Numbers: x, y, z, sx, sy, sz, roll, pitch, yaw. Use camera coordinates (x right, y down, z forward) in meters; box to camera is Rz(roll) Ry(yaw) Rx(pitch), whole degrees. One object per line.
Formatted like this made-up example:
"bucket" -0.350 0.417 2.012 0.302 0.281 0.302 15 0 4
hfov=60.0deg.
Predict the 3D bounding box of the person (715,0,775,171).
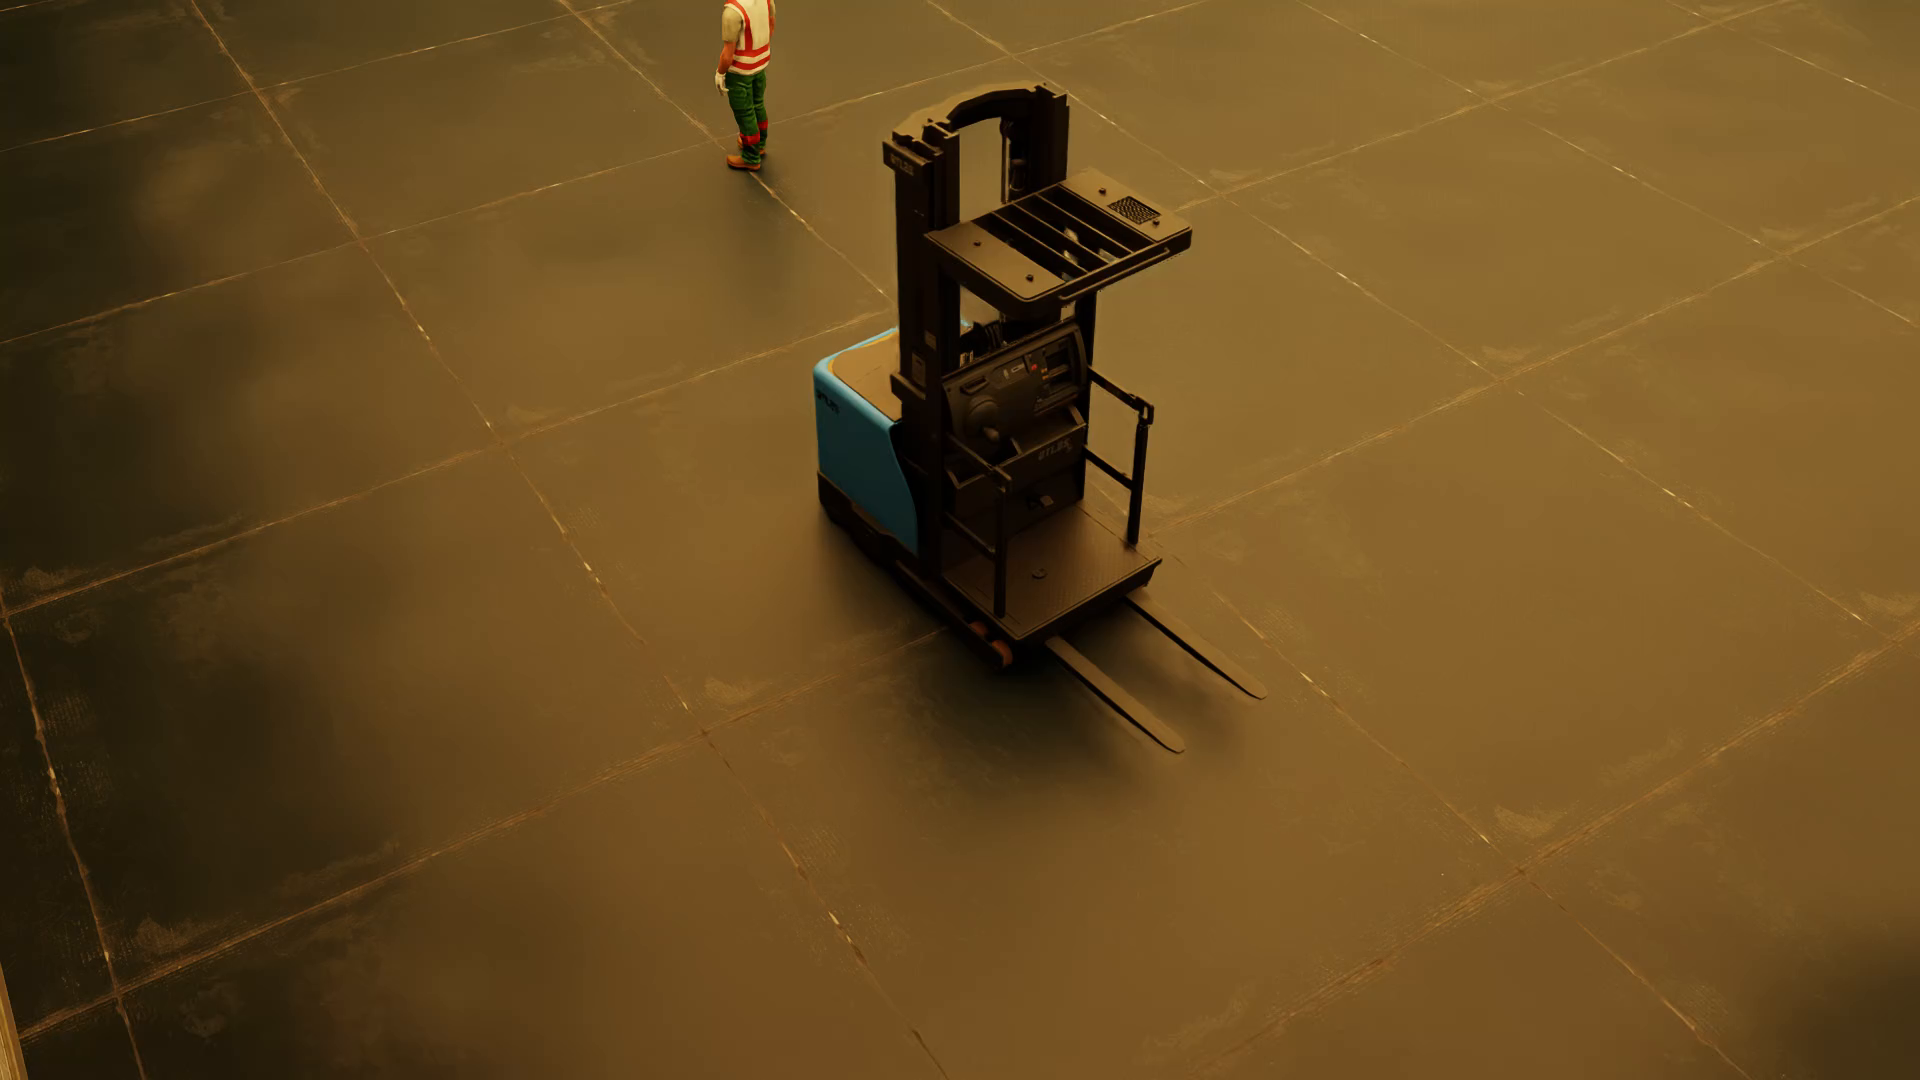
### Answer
"person" -1.739 -3.741 13.009 0.564 1.787 0.638 22 46 23

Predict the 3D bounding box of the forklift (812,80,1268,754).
"forklift" 0.436 -0.759 8.739 1.130 2.935 3.031 -28 48 -28
